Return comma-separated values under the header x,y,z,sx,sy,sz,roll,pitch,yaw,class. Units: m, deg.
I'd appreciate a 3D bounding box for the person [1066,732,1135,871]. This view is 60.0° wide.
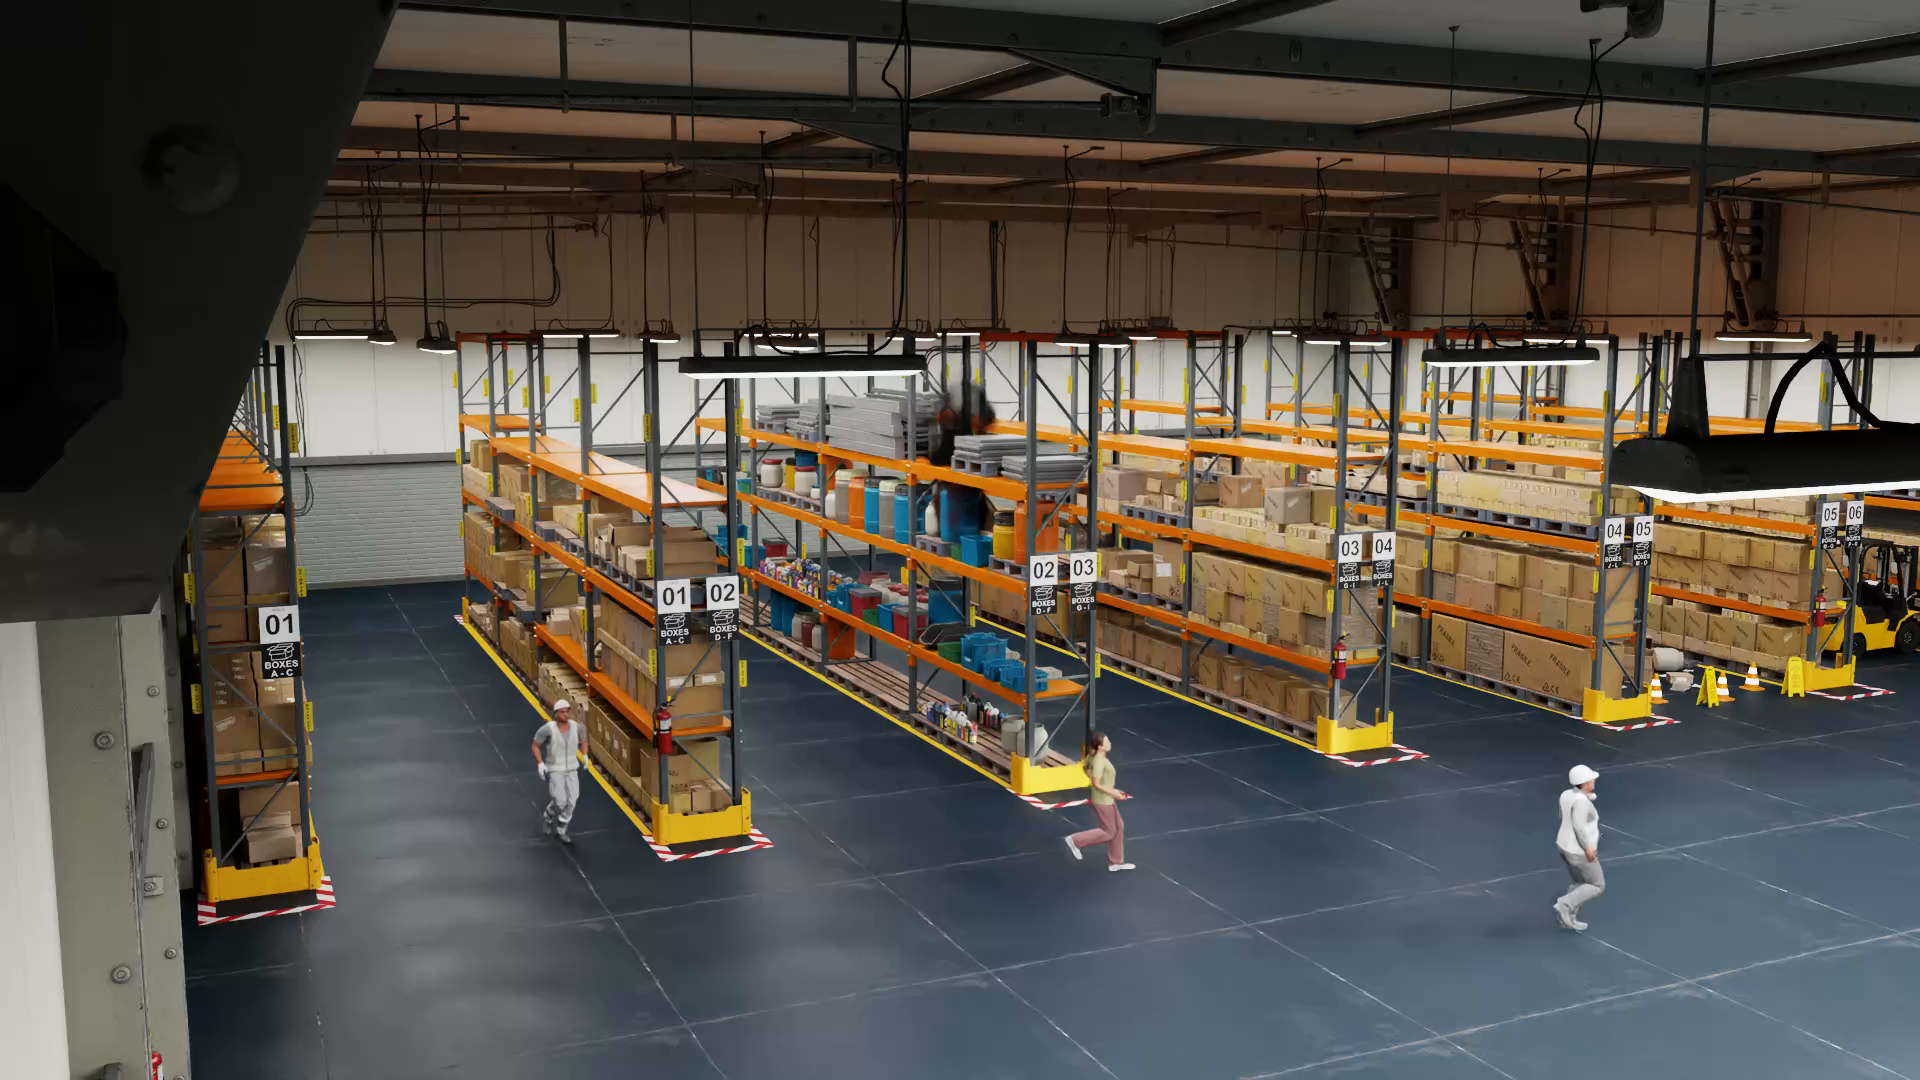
x,y,z,sx,sy,sz,roll,pitch,yaw,class
1.604,2.983,18.993,0.806,1.631,0.593,0,8,-1,person

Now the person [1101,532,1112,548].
x,y,z,sx,sy,sz,roll,pitch,yaw,class
3.739,-0.155,42.004,0.913,1.612,0.630,3,8,19,person

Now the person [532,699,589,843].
x,y,z,sx,sy,sz,roll,pitch,yaw,class
-4.769,2.777,20.038,0.667,1.749,0.577,-6,10,-36,person

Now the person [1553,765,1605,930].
x,y,z,sx,sy,sz,roll,pitch,yaw,class
6.385,3.173,17.162,0.575,1.741,0.675,-1,8,-4,person
